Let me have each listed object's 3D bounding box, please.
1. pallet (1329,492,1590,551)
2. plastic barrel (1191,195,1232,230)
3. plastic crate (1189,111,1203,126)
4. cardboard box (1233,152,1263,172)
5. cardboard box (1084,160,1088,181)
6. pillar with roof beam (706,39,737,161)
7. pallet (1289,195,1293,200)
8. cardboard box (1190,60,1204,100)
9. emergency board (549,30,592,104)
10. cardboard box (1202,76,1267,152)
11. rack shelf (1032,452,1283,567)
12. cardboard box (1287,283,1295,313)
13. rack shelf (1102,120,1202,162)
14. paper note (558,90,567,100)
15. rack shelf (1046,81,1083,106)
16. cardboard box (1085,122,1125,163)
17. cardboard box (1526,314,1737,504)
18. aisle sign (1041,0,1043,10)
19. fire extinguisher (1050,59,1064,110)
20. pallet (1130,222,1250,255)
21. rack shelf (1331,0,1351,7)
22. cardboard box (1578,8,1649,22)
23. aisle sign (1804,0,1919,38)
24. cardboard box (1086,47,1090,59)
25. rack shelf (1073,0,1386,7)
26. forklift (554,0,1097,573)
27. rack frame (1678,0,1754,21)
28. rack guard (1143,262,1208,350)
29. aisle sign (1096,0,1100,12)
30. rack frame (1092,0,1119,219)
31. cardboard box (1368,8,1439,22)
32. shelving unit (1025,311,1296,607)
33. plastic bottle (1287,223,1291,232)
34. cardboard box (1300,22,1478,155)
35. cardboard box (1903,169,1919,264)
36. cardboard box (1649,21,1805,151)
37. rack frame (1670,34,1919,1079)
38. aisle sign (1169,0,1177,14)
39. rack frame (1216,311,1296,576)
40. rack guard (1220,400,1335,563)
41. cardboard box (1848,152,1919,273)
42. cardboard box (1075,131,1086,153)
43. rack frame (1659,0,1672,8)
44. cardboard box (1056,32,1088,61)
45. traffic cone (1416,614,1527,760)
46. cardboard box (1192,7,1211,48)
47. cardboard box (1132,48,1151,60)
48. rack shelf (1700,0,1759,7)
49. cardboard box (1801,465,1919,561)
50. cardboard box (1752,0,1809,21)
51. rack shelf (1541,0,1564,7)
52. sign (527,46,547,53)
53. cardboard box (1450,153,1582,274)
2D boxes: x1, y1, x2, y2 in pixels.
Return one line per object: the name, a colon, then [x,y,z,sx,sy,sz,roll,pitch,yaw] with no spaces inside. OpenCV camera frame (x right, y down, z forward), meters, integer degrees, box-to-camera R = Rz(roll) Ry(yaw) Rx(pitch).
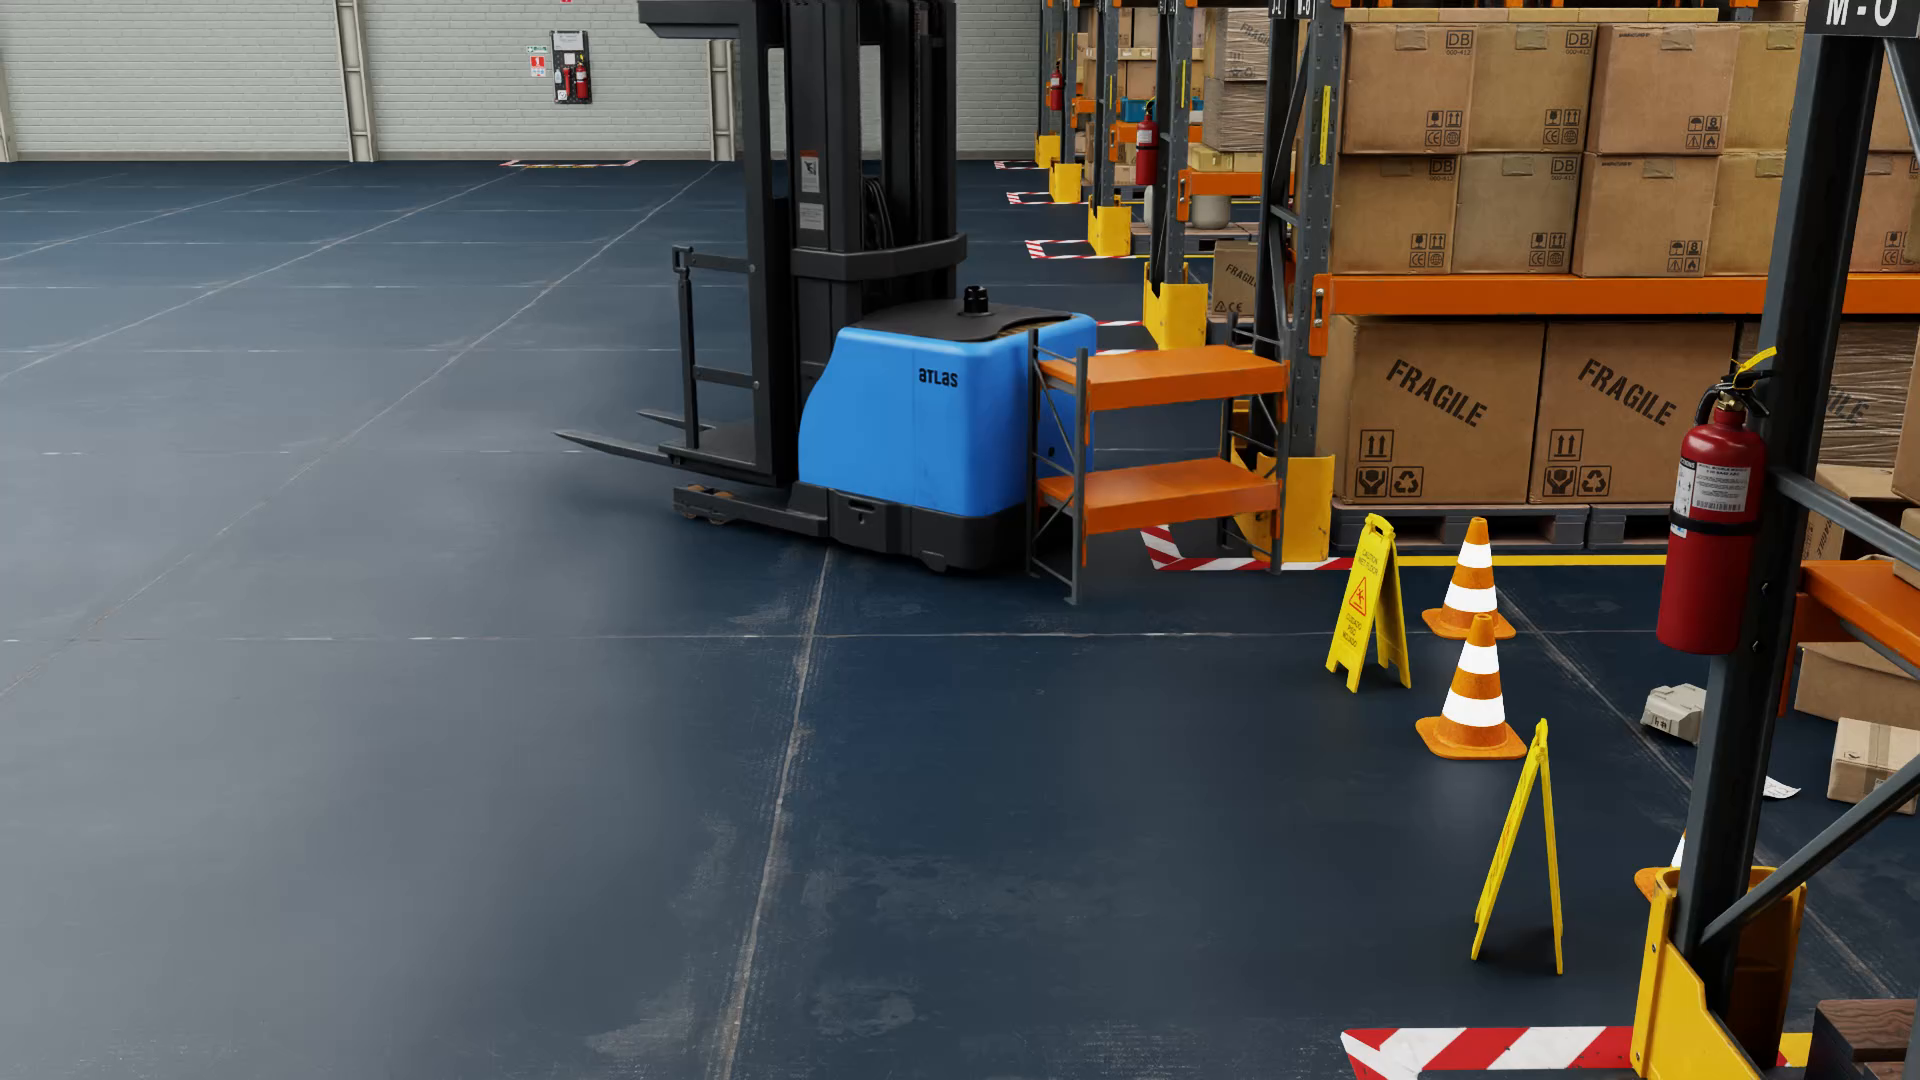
pallet: [2.364,-0.203,8.336,1.213,0.211,1.003,0,18,-1]
plastic barrel: [2.668,-3.576,17.669,0.421,0.512,0.421,0,18,0]
plastic crate: [2.410,-4.312,17.010,0.250,0.136,0.298,0,18,-1]
cardboard box: [2.128,-2.823,12.348,0.250,0.149,0.380,0,18,-1]
cardboard box: [1.967,-5.028,22.624,0.500,0.250,0.500,0,18,-1]
pillar with roof beam: [-3.891,-9.338,22.424,0.400,9.000,9.100,0,18,-1]
pallet: [4.640,-4.745,22.493,1.213,0.211,1.003,0,18,-1]
cardboard box: [2.924,-6.095,21.973,0.500,0.500,0.700,0,18,0]
emergency board: [-6.431,-7.796,27.438,0.643,1.169,0.194,0,18,-1]
cardboard box: [2.139,-3.202,12.469,0.500,0.500,0.875,0,18,-1]
rack shelf: [0.877,-0.148,7.469,1.000,0.278,0.538,-8,19,-23]
cardboard box: [2.810,-2.040,12.900,0.500,0.500,0.500,4,18,14]
rack shelf: [3.510,-4.199,17.403,4.000,0.370,1.077,0,18,-1]
paper note: [-6.609,-7.396,27.636,0.142,0.148,0.016,0,18,-1]
rack shelf: [3.354,-7.224,26.835,4.000,0.370,1.077,0,18,-1]
cardboard box: [1.967,-5.386,22.512,0.500,0.500,0.500,0,18,-1]
cardboard box: [3.123,-0.720,8.172,0.875,0.875,0.875,-1,18,-2]
aisle sign: [1.287,-8.703,26.011,0.004,0.787,0.394,0,18,-1]
fire extinguisher: [1.310,-6.149,22.431,0.183,0.674,0.296,0,18,-1]
pallet: [2.398,-3.221,17.742,1.213,0.211,1.003,0,18,-1]
rack shelf: [3.566,-2.599,7.505,4.000,0.370,1.077,0,18,-1]
cardboard box: [4.643,-3.614,12.116,0.500,0.500,0.500,0,18,-1]
aisle sign: [1.678,-1.318,2.990,0.004,0.787,0.394,0,18,-1]
cardboard box: [1.815,-6.461,22.052,0.250,0.149,0.380,-1,18,-2]
rack shelf: [3.436,-7.140,21.661,4.000,0.370,1.077,0,18,-1]
forklift: [-0.826,-1.585,8.191,3.031,2.935,1.130,13,22,34]
rack frame: [5.588,-3.038,12.607,0.127,3.000,1.000,0,18,-1]
rack guard: [1.665,-1.829,12.930,0.348,0.500,1.175,0,18,-1]
aisle sign: [1.434,-5.860,17.147,0.004,0.787,0.394,0,18,-1]
rack frame: [1.510,-4.531,17.263,0.127,3.000,1.000,0,18,-1]
cardboard box: [3.143,-3.607,12.092,0.500,0.500,0.500,0,18,-1]
shelving unit: [0.877,-0.381,7.394,1.048,1.125,0.538,-8,19,-23]
plastic bottle: [3.432,-3.323,17.355,0.097,0.201,0.097,0,18,0]
cardboard box: [1.937,-2.079,7.604,0.550,0.550,0.875,0,18,-1]
cardboard box: [2.252,-0.727,3.114,0.500,0.500,0.700,-1,18,-2]
cardboard box: [3.576,-2.113,7.711,0.500,0.550,0.875,0,18,-1]
rack frame: [1.745,0.008,3.112,0.127,3.000,1.000,0,18,-1]
aisle sign: [1.531,-4.165,11.864,0.004,0.787,0.394,0,18,-1]
rack frame: [1.342,-0.444,7.589,0.032,1.125,0.500,-8,19,-23]
rack guard: [1.542,-0.313,8.205,0.348,0.500,1.175,0,18,-1]
cardboard box: [4.105,-1.612,7.918,0.550,0.550,0.875,0,18,-1]
cardboard box: [2.047,-6.462,26.963,0.500,0.311,0.500,-2,18,-7]
rack frame: [9.435,-6.083,22.099,0.127,3.000,1.000,0,18,-1]
cardboard box: [1.822,-7.920,26.810,0.500,0.500,0.500,0,18,-1]
traffic cone: [1.797,0.483,5.786,0.334,0.463,0.336,0,18,-1]
cardboard box: [2.986,-6.715,21.783,0.500,0.500,0.700,0,18,-1]
cardboard box: [2.345,-6.340,21.674,0.250,0.149,0.380,0,18,-1]
rack shelf: [7.588,-4.133,12.289,4.000,0.370,1.077,0,18,-1]
cardboard box: [4.029,-0.013,7.265,0.500,0.500,0.500,3,18,9]
cardboard box: [6.385,-3.485,12.330,1.000,1.000,1.000,0,18,0]
rack shelf: [11.353,-8.691,26.497,4.000,0.370,1.077,0,18,-1]
sign: [-6.980,-8.091,27.433,0.331,0.109,0.001,0,18,-1]
cardboard box: [2.486,-1.600,7.878,0.550,0.550,0.875,0,18,-1]
